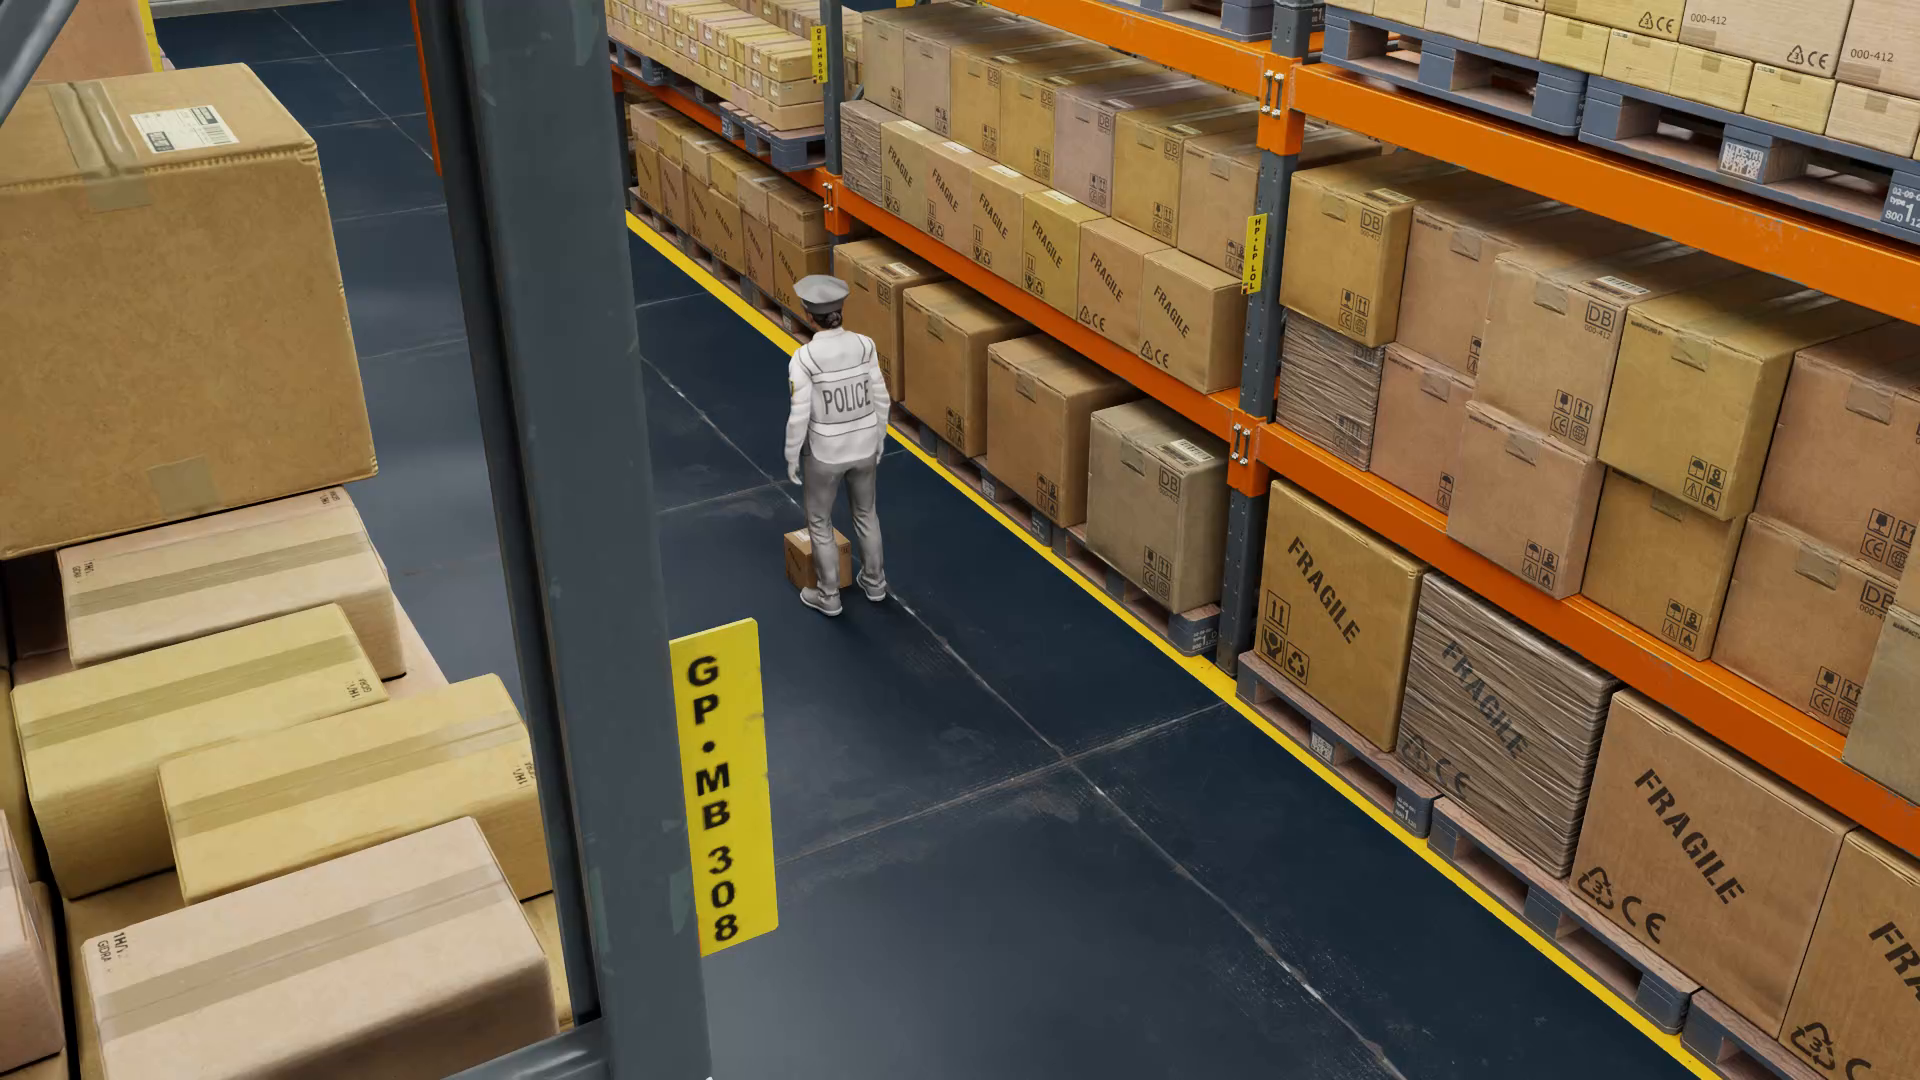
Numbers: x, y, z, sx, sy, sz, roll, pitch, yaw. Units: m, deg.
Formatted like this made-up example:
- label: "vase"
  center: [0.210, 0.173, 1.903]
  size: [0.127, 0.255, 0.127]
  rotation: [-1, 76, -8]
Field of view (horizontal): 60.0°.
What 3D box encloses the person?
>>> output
- label: "person"
  center: [-0.581, -0.420, 7.874]
  size: [0.528, 1.663, 0.375]
  rotation: [-16, 33, -26]
